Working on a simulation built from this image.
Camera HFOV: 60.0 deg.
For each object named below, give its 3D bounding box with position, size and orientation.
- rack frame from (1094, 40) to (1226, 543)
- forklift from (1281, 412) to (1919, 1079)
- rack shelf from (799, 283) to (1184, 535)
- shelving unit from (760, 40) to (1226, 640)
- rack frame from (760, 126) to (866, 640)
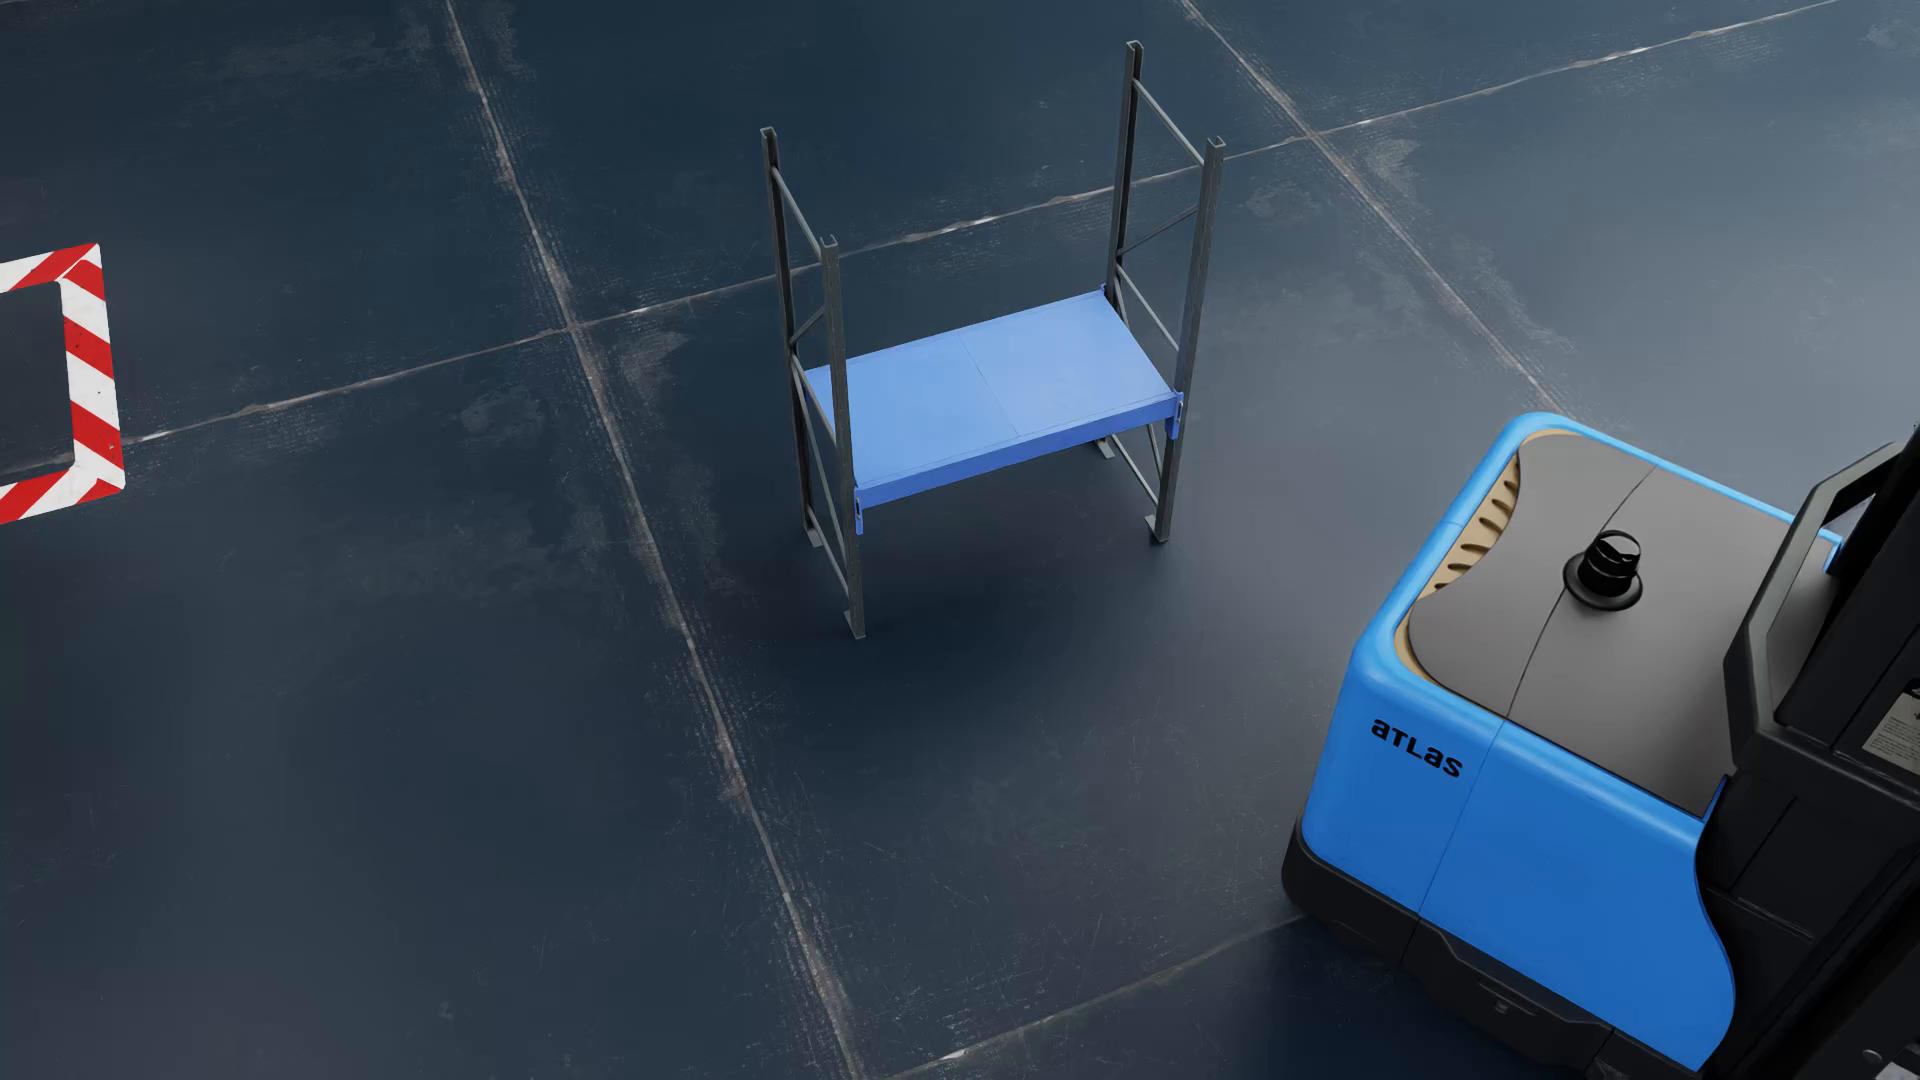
[{"bbox_3d":[0.550,-0.659,4.827,0.032,1.500,0.500,-17,52,-14],"label":"rack frame"},{"bbox_3d":[2.345,0.346,3.021,3.031,2.935,1.130,28,55,22],"label":"forklift"},{"bbox_3d":[0.079,-0.396,4.839,1.000,0.185,0.538,-17,52,-14],"label":"rack shelf"},{"bbox_3d":[0.079,-0.513,4.702,1.048,1.500,0.538,-17,52,-14],"label":"shelving unit"},{"bbox_3d":[-0.392,-0.367,4.577,0.032,1.500,0.500,-17,52,-14],"label":"rack frame"}]
